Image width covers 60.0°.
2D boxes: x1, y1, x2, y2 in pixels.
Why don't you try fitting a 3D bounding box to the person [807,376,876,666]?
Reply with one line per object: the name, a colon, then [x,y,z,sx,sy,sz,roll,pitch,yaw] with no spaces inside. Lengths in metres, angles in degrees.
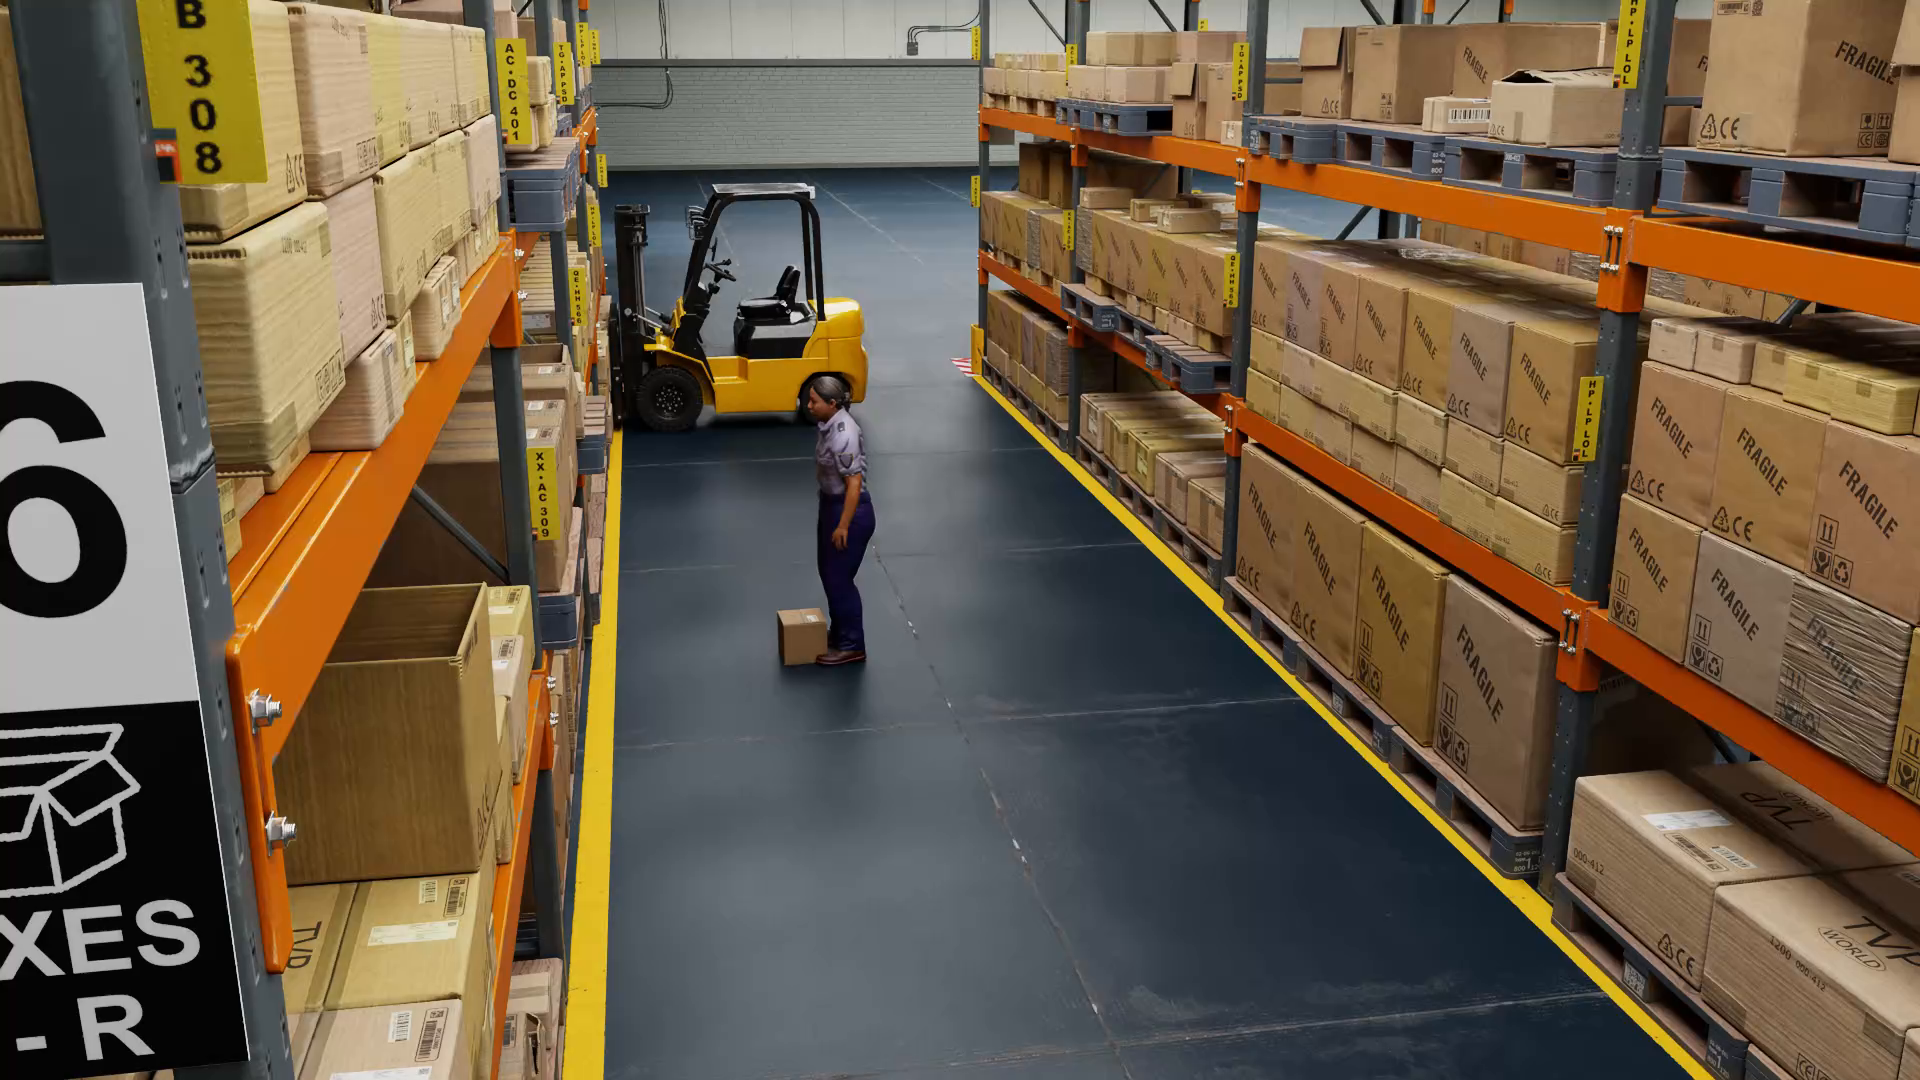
person: [-0.684,-0.128,9.482,0.367,1.652,0.564,-4,17,-13]
